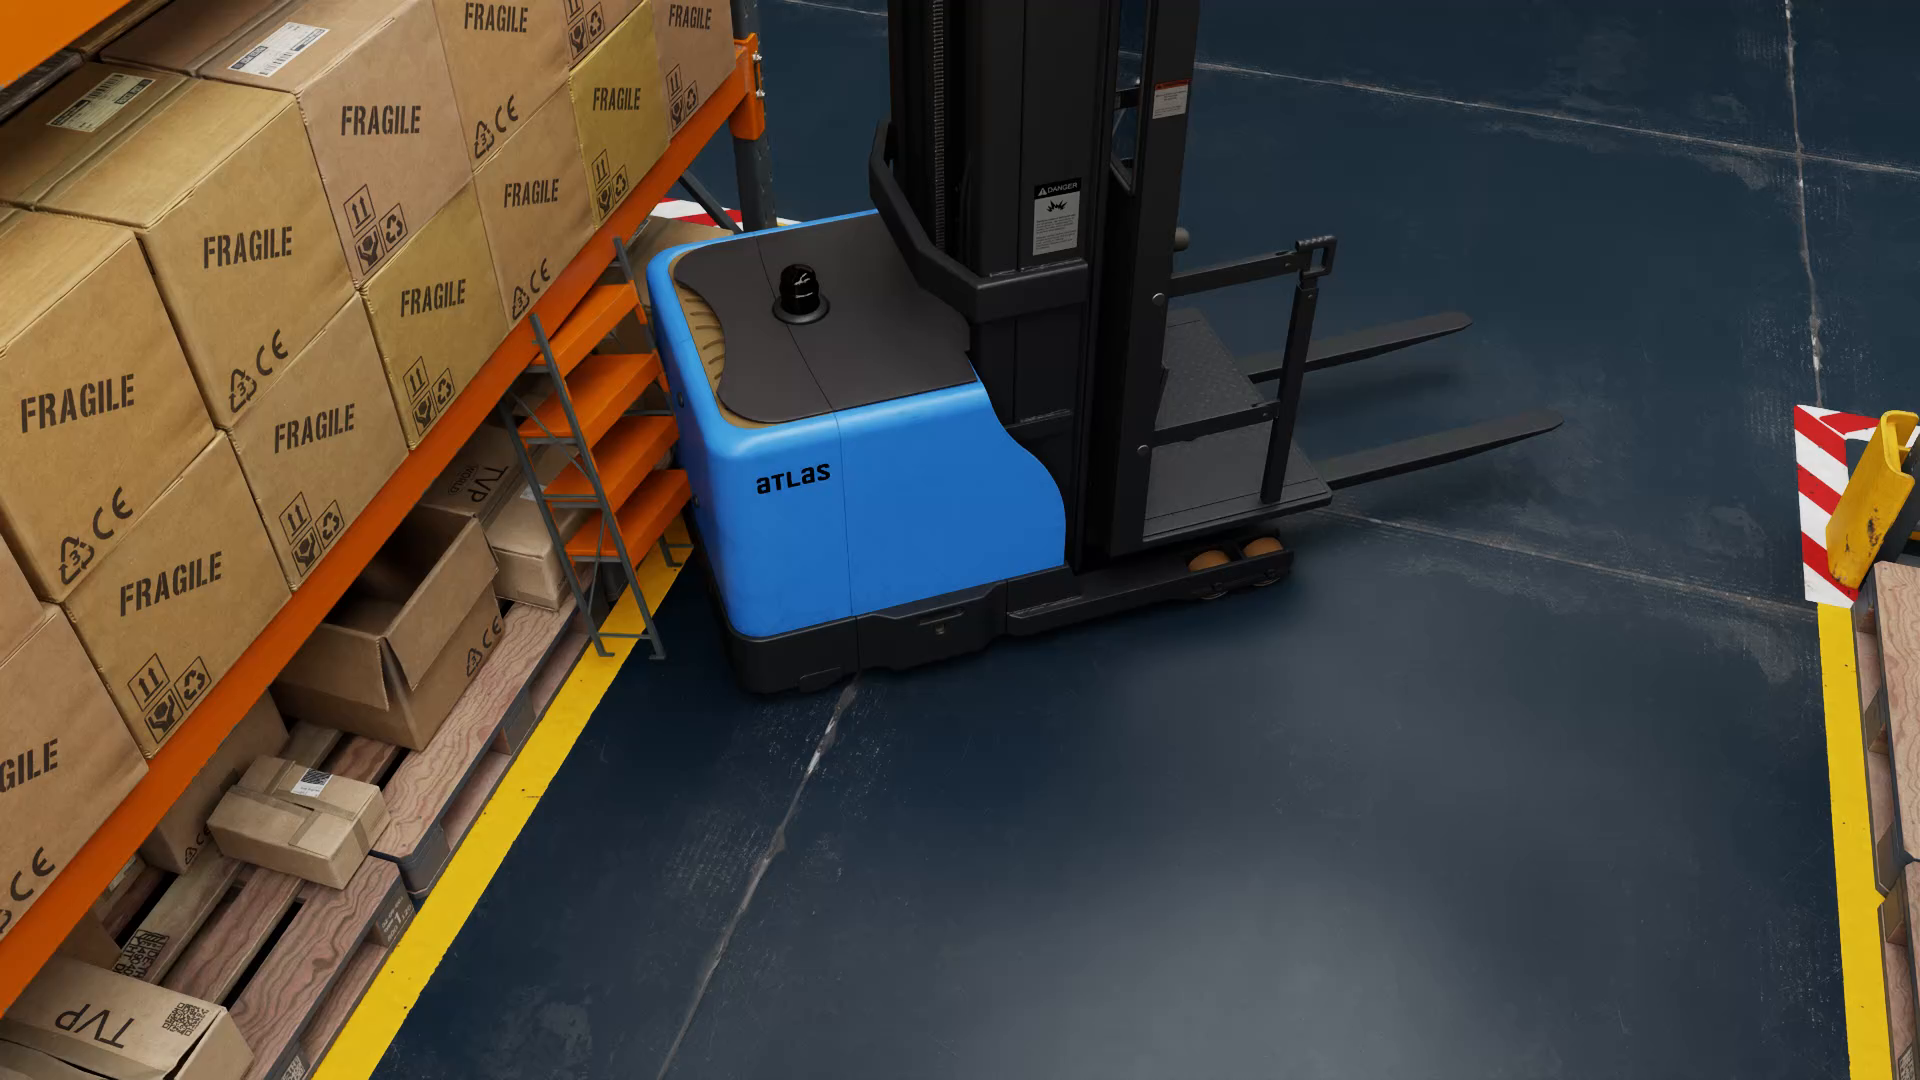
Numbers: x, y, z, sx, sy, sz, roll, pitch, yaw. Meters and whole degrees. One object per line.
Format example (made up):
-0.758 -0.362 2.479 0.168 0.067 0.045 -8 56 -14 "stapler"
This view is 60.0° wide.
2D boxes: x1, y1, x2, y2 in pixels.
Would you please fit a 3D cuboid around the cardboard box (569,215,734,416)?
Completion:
-1.106 -0.797 5.892 0.500 0.500 0.500 13 46 13 "cardboard box"

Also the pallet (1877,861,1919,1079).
2.886 1.453 4.114 1.003 0.211 1.213 13 46 13 "pallet"

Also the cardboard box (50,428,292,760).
-1.821 0.059 3.473 0.500 0.500 0.500 13 46 13 "cardboard box"

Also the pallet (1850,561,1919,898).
3.257 0.642 4.943 1.003 0.211 1.213 13 46 13 "pallet"

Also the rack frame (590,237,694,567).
-1.000 -0.404 5.286 0.240 1.200 0.015 1 35 22 "rack frame"

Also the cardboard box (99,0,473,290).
-1.509 -0.960 3.800 0.500 0.500 0.500 14 46 14 "cardboard box"

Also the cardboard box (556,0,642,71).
-1.201 -1.649 4.504 0.500 0.500 0.500 14 46 14 "cardboard box"

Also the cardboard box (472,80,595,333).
-1.362 -0.949 4.504 0.500 0.500 0.500 13 46 13 "cardboard box"

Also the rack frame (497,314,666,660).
-1.152 -0.125 4.915 0.240 1.200 0.015 1 35 22 "rack frame"

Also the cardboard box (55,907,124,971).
-2.485 1.015 4.041 0.500 0.500 0.500 13 46 13 "cardboard box"

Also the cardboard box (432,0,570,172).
-1.353 -1.302 4.150 0.500 0.500 0.500 14 46 14 "cardboard box"

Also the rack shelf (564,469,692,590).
-1.023 -0.046 5.243 0.258 0.148 0.480 1 35 22 "rack shelf"

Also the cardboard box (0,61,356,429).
-1.664 -0.615 3.448 0.500 0.500 0.500 11 46 11 "cardboard box"

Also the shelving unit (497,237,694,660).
-1.076 -0.265 5.101 0.258 1.200 0.503 1 35 22 "shelving unit"

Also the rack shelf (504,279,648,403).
-1.154 -0.587 4.890 0.258 0.148 0.480 1 35 22 "rack shelf"

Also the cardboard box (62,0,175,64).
-2.022 -1.079 3.922 0.500 0.500 0.500 12 46 12 "cardboard box"

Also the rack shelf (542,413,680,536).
-1.062 -0.209 5.137 0.258 0.148 0.480 1 35 22 "rack shelf"

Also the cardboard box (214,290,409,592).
-1.667 -0.274 3.814 0.500 0.500 0.500 12 46 12 "cardboard box"

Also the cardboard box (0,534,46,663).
-1.976 0.071 2.746 0.500 0.500 0.500 14 46 14 "cardboard box"

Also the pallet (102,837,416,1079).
-2.178 1.258 4.314 1.003 0.211 1.213 13 46 13 "pallet"

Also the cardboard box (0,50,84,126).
-2.175 -0.744 3.579 0.500 0.500 0.500 13 46 13 "cardboard box"

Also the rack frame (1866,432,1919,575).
3.544 -0.896 4.521 1.000 3.000 0.127 13 46 13 "rack frame"

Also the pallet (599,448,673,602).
-1.439 -0.368 5.976 1.003 0.211 1.213 13 46 13 "pallet"

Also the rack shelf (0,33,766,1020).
-1.781 -0.357 4.485 1.077 0.370 4.000 13 46 13 "rack shelf"

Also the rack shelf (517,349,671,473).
-1.107 -0.393 5.017 0.258 0.148 0.480 1 35 22 "rack shelf"

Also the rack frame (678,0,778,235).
-1.176 -1.947 5.595 1.000 3.000 0.127 13 46 13 "rack frame"

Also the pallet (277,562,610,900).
-1.811 0.442 5.147 1.003 0.211 1.213 13 46 13 "pallet"

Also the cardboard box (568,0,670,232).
-1.206 -1.280 4.842 0.500 0.500 0.500 13 46 13 "cardboard box"

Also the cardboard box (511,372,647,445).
-1.314 -0.427 5.752 0.380 0.166 0.250 13 46 13 "cardboard box"

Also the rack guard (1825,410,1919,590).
3.539 -0.021 5.414 1.175 0.500 0.348 13 46 13 "rack guard"

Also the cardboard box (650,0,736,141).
-1.052 -1.627 5.196 0.500 0.500 0.500 14 46 14 "cardboard box"

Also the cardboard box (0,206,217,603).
-1.820 -0.273 3.098 0.500 0.500 0.500 11 45 11 "cardboard box"

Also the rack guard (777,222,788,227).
-1.199 -1.003 6.418 1.175 0.500 0.348 13 46 13 "rack guard"

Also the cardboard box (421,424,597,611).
-1.422 -0.080 5.339 0.500 0.250 0.500 13 46 13 "cardboard box"

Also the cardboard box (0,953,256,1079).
-2.054 1.289 3.896 0.500 0.311 0.500 13 46 13 "cardboard box"

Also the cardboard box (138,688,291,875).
-2.258 0.583 4.618 0.500 0.311 0.500 13 46 13 "cardboard box"

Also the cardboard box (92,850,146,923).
-2.428 0.878 4.432 0.380 0.149 0.250 13 46 13 "cardboard box"

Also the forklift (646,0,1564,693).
0.591 -1.188 4.868 3.031 2.935 1.130 -13 46 -13 "forklift"

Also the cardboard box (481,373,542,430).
-1.762 -0.486 5.754 0.500 0.250 0.500 13 46 13 "cardboard box"

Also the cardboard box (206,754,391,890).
-1.801 0.762 4.538 0.380 0.166 0.250 13 46 13 "cardboard box"

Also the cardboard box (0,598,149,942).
-1.973 0.401 3.124 0.500 0.500 0.500 14 46 14 "cardboard box"

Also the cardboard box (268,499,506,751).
-1.823 0.200 4.871 0.797 0.503 0.637 13 46 13 "cardboard box"

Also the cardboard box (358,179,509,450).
-1.515 -0.613 4.160 0.500 0.500 0.500 12 46 12 "cardboard box"
